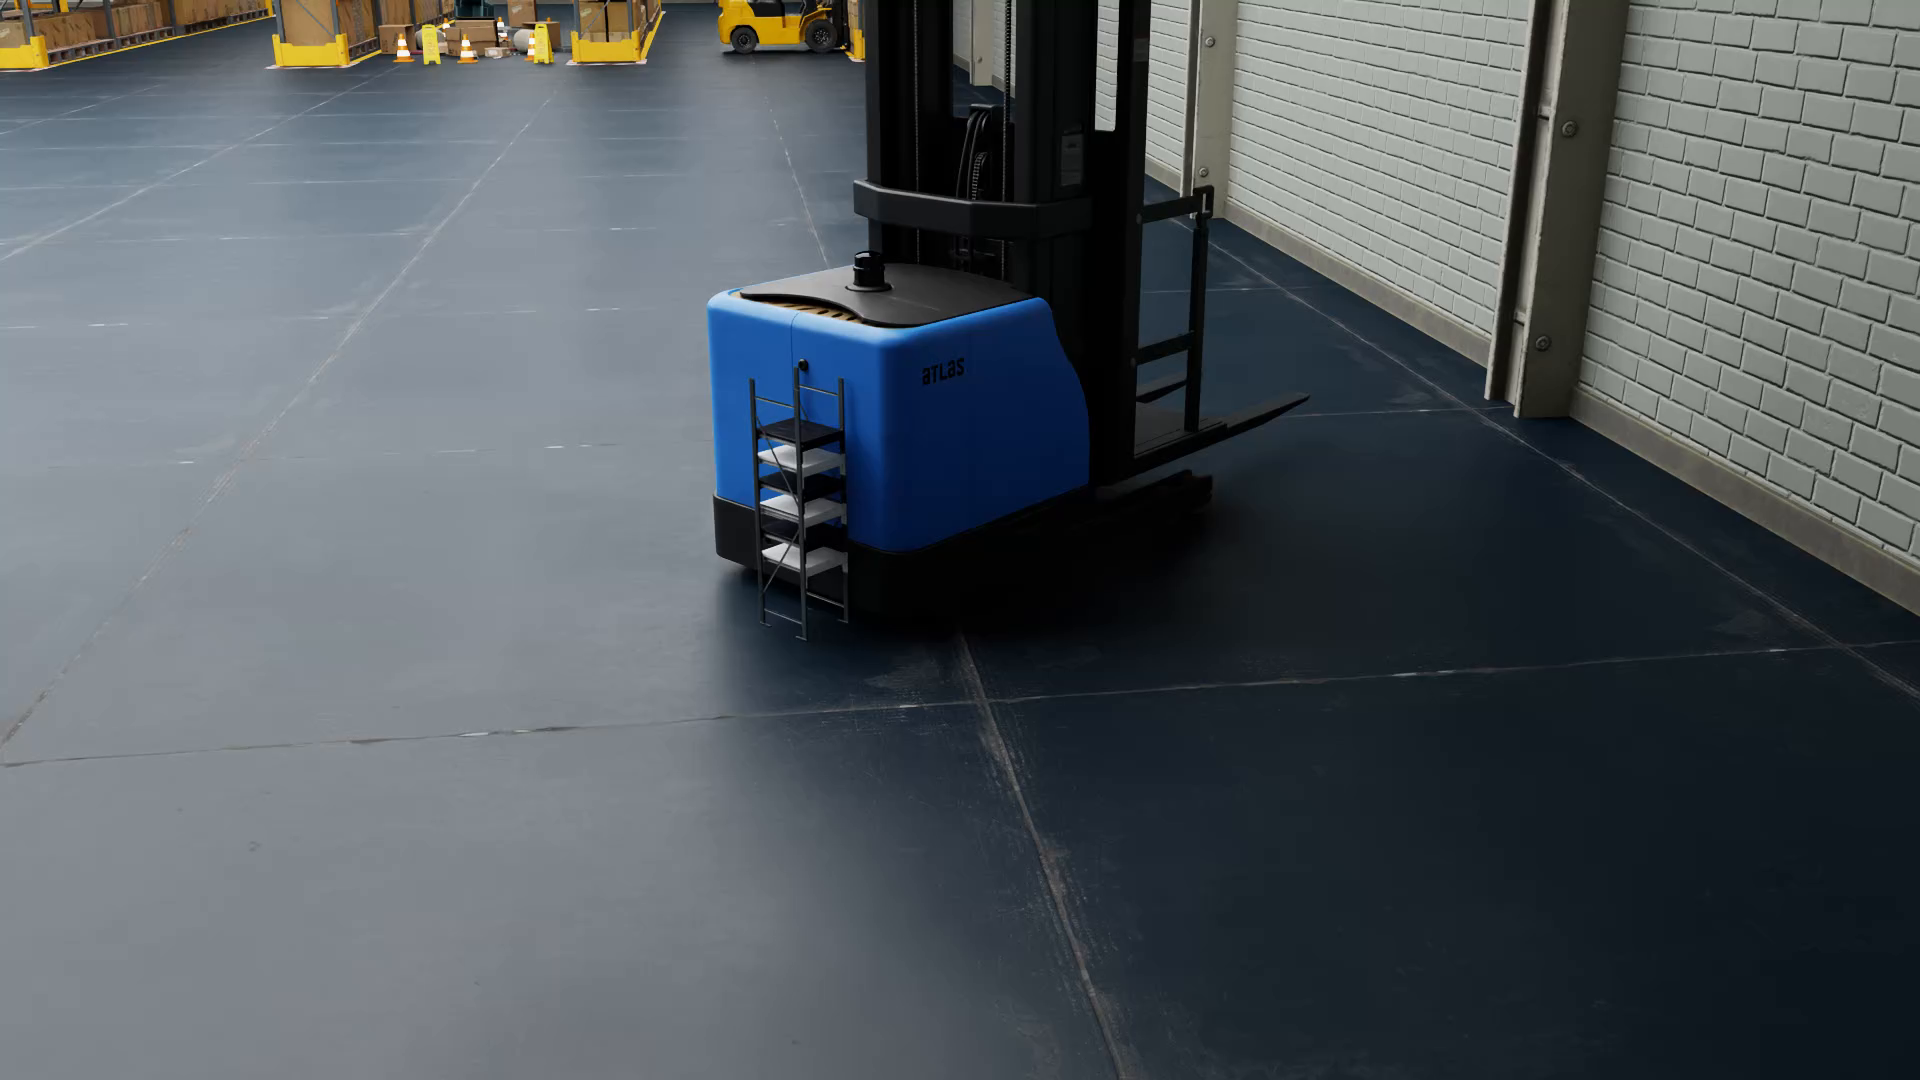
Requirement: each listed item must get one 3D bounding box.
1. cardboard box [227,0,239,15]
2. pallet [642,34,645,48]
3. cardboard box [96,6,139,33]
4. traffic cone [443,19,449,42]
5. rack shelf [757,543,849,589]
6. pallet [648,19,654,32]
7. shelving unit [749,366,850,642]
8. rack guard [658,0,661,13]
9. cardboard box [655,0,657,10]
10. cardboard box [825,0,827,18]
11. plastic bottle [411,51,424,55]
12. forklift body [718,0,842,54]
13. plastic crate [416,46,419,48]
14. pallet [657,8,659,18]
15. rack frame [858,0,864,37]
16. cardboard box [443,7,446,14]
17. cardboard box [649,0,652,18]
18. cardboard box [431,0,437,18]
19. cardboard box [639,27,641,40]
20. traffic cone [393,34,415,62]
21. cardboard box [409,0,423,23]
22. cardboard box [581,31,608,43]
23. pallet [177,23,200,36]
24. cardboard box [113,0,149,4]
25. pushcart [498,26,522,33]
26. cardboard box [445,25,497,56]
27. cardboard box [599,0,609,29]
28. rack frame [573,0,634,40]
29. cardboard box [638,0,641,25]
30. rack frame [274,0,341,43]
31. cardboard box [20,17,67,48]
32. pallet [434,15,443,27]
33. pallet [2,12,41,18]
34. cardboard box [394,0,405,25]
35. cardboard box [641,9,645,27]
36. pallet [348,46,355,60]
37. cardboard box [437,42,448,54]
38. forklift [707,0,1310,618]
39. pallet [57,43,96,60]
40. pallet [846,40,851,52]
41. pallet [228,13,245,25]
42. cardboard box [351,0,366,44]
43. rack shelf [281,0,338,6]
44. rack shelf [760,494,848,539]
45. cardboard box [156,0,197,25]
[{"bbox_3d":[-17.786,-12.955,39.550,0.875,0.875,0.875,-3,21,-8],"label":"cardboard box"},{"bbox_3d":[-6.679,-9.714,32.422,1.003,0.211,1.213,-3,21,-8],"label":"pallet"},{"bbox_3d":[-16.815,-10.359,33.109,0.700,0.500,0.500,-5,21,-12],"label":"cardboard box"},{"bbox_3d":[-10.393,-10.318,33.680,0.336,0.463,0.334,-3,21,-8],"label":"traffic cone"},{"bbox_3d":[-0.552,0.076,5.836,0.258,0.077,0.200,17,27,38],"label":"rack shelf"},{"bbox_3d":[-7.426,-11.606,37.489,1.003,0.211,1.213,-3,21,-8],"label":"pallet"},{"bbox_3d":[-0.552,-0.124,5.761,0.258,0.900,0.210,17,27,38],"label":"shelving unit"},{"bbox_3d":[-8.544,-14.243,44.135,1.175,0.500,0.348,-3,21,-8],"label":"rack guard"},{"bbox_3d":[-8.078,-13.550,41.769,0.875,0.438,0.875,-4,21,-9],"label":"cardboard box"},{"bbox_3d":[-2.811,-12.222,38.126,0.500,0.500,0.500,-3,21,-9],"label":"cardboard box"},{"bbox_3d":[-10.026,-9.038,30.827,0.283,0.061,0.133,-11,23,-26],"label":"plastic bottle"},{"bbox_3d":[-3.401,-10.284,31.177,2.313,2.155,1.214,-3,21,-8],"label":"forklift body"},{"bbox_3d":[-10.373,-9.682,32.287,0.450,0.188,0.662,-2,18,24],"label":"plastic crate"},{"bbox_3d":[-8.175,-13.405,42.305,1.003,0.211,1.213,-3,21,-8],"label":"pallet"},{"bbox_3d":[-1.323,-10.117,29.517,1.000,3.000,0.127,-3,21,-8],"label":"rack frame"},{"bbox_3d":[-12.582,-12.739,40.012,0.380,0.149,0.250,-4,21,-10],"label":"cardboard box"},{"bbox_3d":[-7.529,-12.389,38.037,0.875,0.875,0.875,-3,21,-7],"label":"cardboard box"},{"bbox_3d":[-12.418,-12.340,38.442,0.500,0.500,0.500,-3,21,-9],"label":"cardboard box"},{"bbox_3d":[-6.234,-9.433,31.015,0.500,0.250,0.500,-2,21,-4],"label":"cardboard box"},{"bbox_3d":[-9.789,-8.648,29.209,0.336,0.463,0.334,-3,21,-8],"label":"traffic cone"},{"bbox_3d":[-12.120,-11.634,36.552,0.500,0.500,0.500,-4,21,-10],"label":"cardboard box"},{"bbox_3d":[-6.620,-9.049,29.987,0.500,0.250,0.500,-3,21,-8],"label":"cardboard box"},{"bbox_3d":[-17.233,-11.106,36.150,1.003,0.211,1.213,-3,21,-8],"label":"pallet"},{"bbox_3d":[-16.981,-11.109,34.043,0.500,0.250,0.500,-1,20,-2],"label":"cardboard box"},{"bbox_3d":[-9.059,-9.890,32.656,1.648,0.377,0.936,-11,23,-26],"label":"pushcart"},{"bbox_3d":[-8.992,-9.177,30.567,0.637,0.503,0.797,17,27,39],"label":"cardboard box"},{"bbox_3d":[-6.686,-9.570,30.311,0.500,0.500,0.500,-2,21,-6],"label":"cardboard box"},{"bbox_3d":[-6.234,-9.866,28.844,1.000,3.000,0.127,-3,21,-8],"label":"rack frame"},{"bbox_3d":[-6.310,-9.967,31.372,0.500,0.500,0.500,-2,21,-5],"label":"cardboard box"},{"bbox_3d":[-11.118,-9.581,28.081,1.000,3.000,0.127,-3,21,-8],"label":"rack frame"},{"bbox_3d":[-16.305,-9.032,29.583,0.500,0.500,0.500,-1,21,-3],"label":"cardboard box"},{"bbox_3d":[-12.734,-12.160,38.972,1.003,0.211,1.213,-3,21,-8],"label":"pallet"},{"bbox_3d":[-22.995,-12.640,40.258,1.003,0.211,1.213,-3,21,-8],"label":"pallet"},{"bbox_3d":[-12.143,-10.976,34.431,1.050,0.750,0.750,-3,21,-7],"label":"cardboard box"},{"bbox_3d":[-7.098,-10.887,34.734,0.950,0.372,0.625,-2,21,-6],"label":"cardboard box"},{"bbox_3d":[-11.310,-8.548,29.300,1.003,0.211,1.213,-3,21,-8],"label":"pallet"},{"bbox_3d":[-9.624,-9.183,30.923,0.396,0.266,0.258,1,20,2],"label":"cardboard box"},{"bbox_3d":[0.415,-1.537,6.641,1.130,2.935,3.031,17,27,38],"label":"forklift"},{"bbox_3d":[-16.306,-8.790,29.950,1.003,0.211,1.213,-3,21,-8],"label":"pallet"},{"bbox_3d":[-1.647,-9.495,31.837,1.003,0.211,1.213,-3,21,-8],"label":"pallet"},{"bbox_3d":[-17.802,-12.482,39.833,1.003,0.211,1.213,-3,21,-8],"label":"pallet"},{"bbox_3d":[-11.539,-9.634,30.660,0.875,0.875,0.875,-3,21,-7],"label":"cardboard box"},{"bbox_3d":[-11.406,-9.936,30.061,1.077,0.370,4.000,-3,21,-8],"label":"rack shelf"},{"bbox_3d":[-0.552,-0.092,5.773,0.258,0.077,0.200,17,27,38],"label":"rack shelf"},{"bbox_3d":[-17.272,-11.577,35.862,1.225,0.875,0.875,-4,21,-10],"label":"cardboard box"}]
